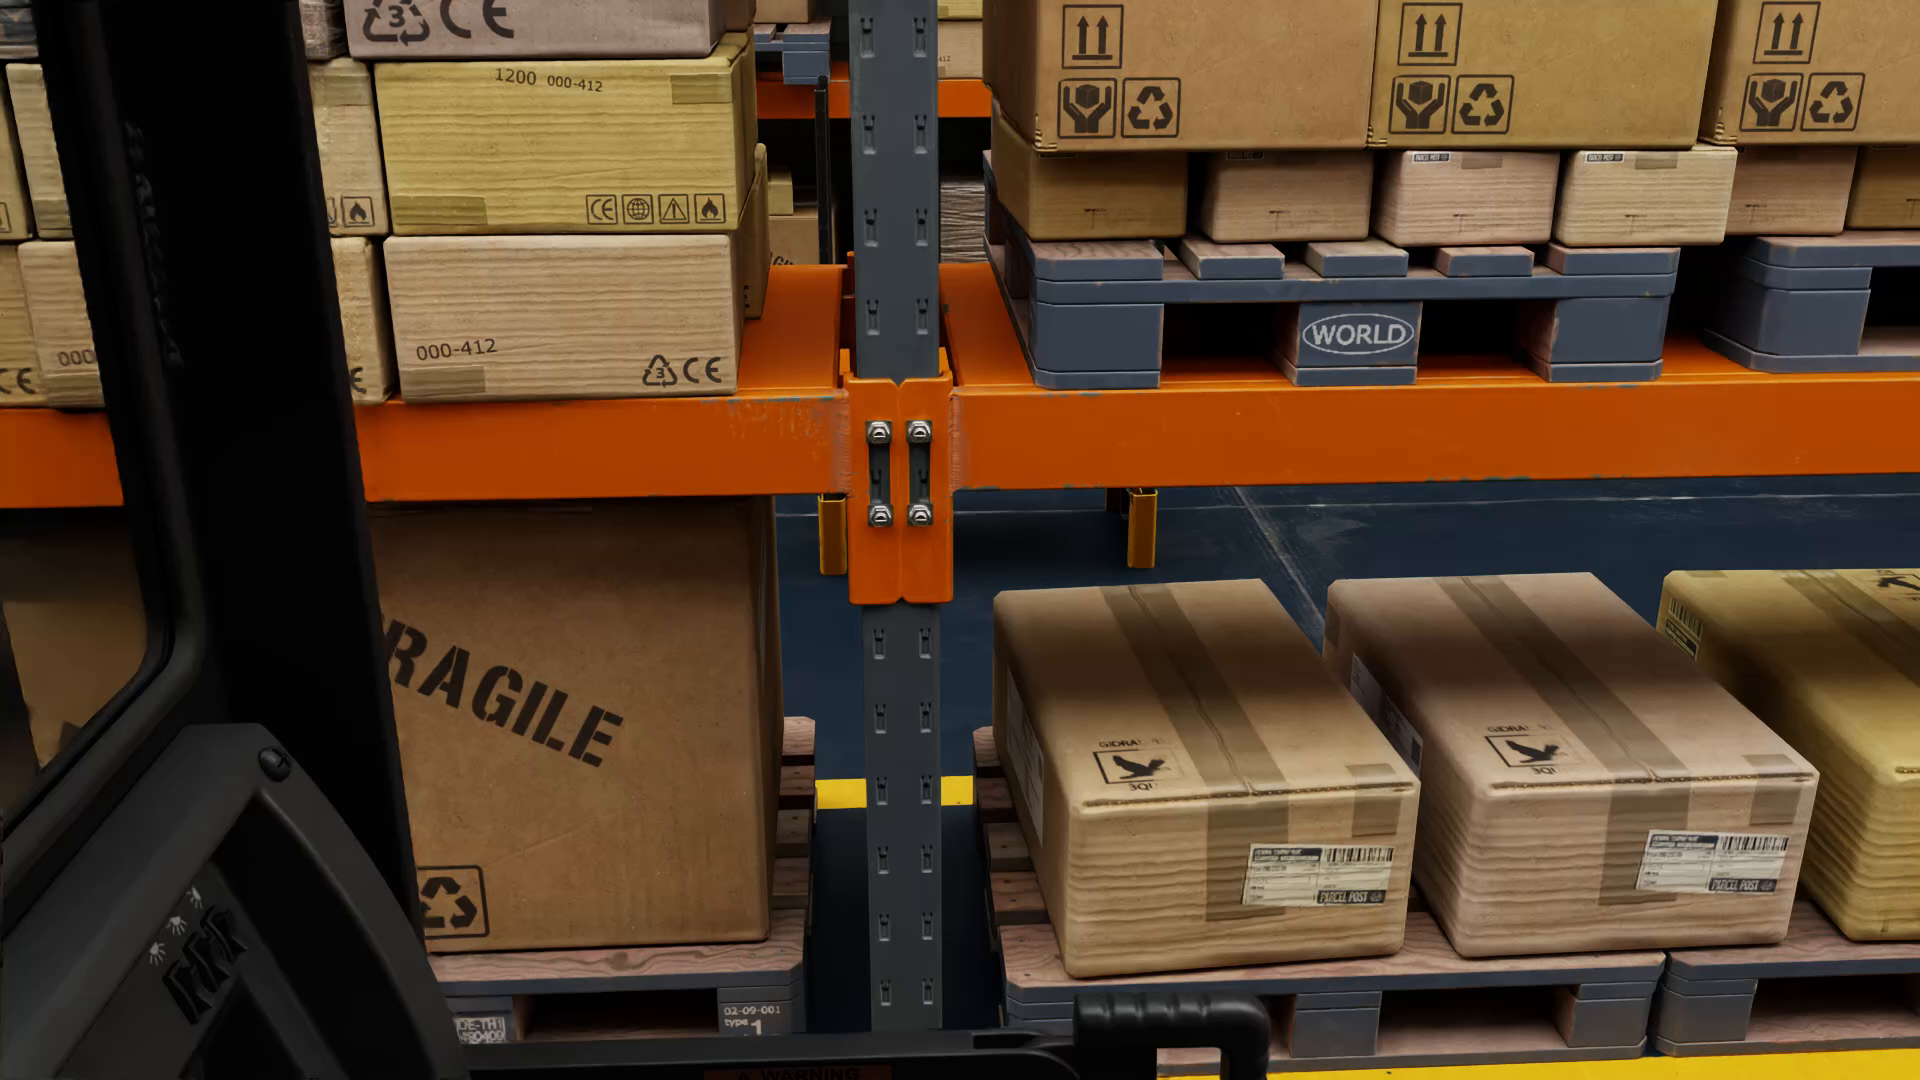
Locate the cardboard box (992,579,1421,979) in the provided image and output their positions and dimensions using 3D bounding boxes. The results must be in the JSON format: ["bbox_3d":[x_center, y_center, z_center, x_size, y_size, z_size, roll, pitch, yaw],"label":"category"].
[{"bbox_3d":[0.442,0.435,3.364,0.625,0.372,0.950,-3,21,-7],"label":"cardboard box"}]

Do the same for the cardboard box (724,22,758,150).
[{"bbox_3d":[-0.643,-0.829,3.092,0.500,0.250,0.500,-1,21,-3],"label":"cardboard box"}]

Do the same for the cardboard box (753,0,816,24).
[{"bbox_3d":[-0.933,-2.640,7.608,0.500,0.500,0.500,0,21,-1],"label":"cardboard box"}]

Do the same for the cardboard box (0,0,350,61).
[{"bbox_3d":[-1.136,-0.986,2.448,0.500,0.500,0.500,-1,21,-2],"label":"cardboard box"}]

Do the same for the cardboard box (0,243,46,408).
[{"bbox_3d":[-1.626,-0.395,2.654,0.500,0.250,0.500,-1,21,-4],"label":"cardboard box"}]

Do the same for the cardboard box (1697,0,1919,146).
[{"bbox_3d":[1.389,-0.924,2.682,0.500,0.500,0.500,-1,21,-2],"label":"cardboard box"}]

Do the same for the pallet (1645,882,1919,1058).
[{"bbox_3d":[1.872,0.676,3.549,1.213,0.211,1.003,-1,21,-3],"label":"pallet"}]

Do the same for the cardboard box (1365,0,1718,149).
[{"bbox_3d":[0.859,-0.910,2.648,0.500,0.500,0.500,0,21,0],"label":"cardboard box"}]

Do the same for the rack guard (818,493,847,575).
[{"bbox_3d":[-0.421,-0.108,5.554,0.087,0.250,0.587,-1,21,-3],"label":"rack guard"}]

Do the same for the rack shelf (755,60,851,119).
[{"bbox_3d":[-2.407,-1.975,7.603,4.000,0.370,1.077,-1,21,-3],"label":"rack shelf"}]

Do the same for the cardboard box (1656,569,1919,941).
[{"bbox_3d":[1.935,0.404,3.446,0.625,0.372,0.950,0,21,-1],"label":"cardboard box"}]

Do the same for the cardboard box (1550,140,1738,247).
[{"bbox_3d":[1.048,-0.589,2.715,0.250,0.149,0.380,-1,21,-3],"label":"cardboard box"}]

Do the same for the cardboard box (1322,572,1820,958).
[{"bbox_3d":[1.178,0.418,3.411,0.625,0.372,0.950,-2,21,-4],"label":"cardboard box"}]

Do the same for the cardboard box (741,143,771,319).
[{"bbox_3d":[-0.626,-0.598,3.186,0.500,0.250,0.500,-2,21,-4],"label":"cardboard box"}]

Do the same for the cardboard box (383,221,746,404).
[{"bbox_3d":[-0.613,-0.416,2.708,0.500,0.250,0.500,-2,21,-5],"label":"cardboard box"}]

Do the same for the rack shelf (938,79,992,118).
[{"bbox_3d":[1.587,-2.056,7.817,4.000,0.370,1.077,-1,21,-3],"label":"rack shelf"}]

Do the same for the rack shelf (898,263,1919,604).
[{"bbox_3d":[1.874,-0.293,3.185,4.000,0.370,1.077,-1,21,-3],"label":"rack shelf"}]

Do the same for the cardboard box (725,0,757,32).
[{"bbox_3d":[-0.629,-1.179,2.957,0.500,0.500,0.500,-2,21,-5],"label":"cardboard box"}]

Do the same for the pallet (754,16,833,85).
[{"bbox_3d":[-1.083,-2.223,7.514,1.003,0.211,1.213,-1,21,-3],"label":"pallet"}]

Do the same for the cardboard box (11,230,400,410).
[{"bbox_3d":[-1.122,-0.400,2.666,0.500,0.250,0.500,-1,21,-2],"label":"cardboard box"}]

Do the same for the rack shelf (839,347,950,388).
[{"bbox_3d":[0.085,-0.535,5.423,1.000,0.185,0.538,-1,21,-3],"label":"rack shelf"}]

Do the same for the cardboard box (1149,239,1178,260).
[{"bbox_3d":[0.865,-1.462,7.992,0.625,0.625,0.875,0,21,-1],"label":"cardboard box"}]

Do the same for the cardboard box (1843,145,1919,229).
[{"bbox_3d":[1.564,-0.641,2.852,0.250,0.149,0.380,0,21,-1],"label":"cardboard box"}]

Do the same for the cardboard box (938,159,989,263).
[{"bbox_3d":[0.213,-1.446,7.950,0.625,0.625,0.875,-1,21,-1],"label":"cardboard box"}]

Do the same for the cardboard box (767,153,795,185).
[{"bbox_3d":[-0.949,-1.783,8.099,0.250,0.149,0.380,0,21,0],"label":"cardboard box"}]

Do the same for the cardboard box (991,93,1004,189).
[{"bbox_3d":[0.191,-0.757,3.158,0.250,0.149,0.380,0,21,-1],"label":"cardboard box"}]

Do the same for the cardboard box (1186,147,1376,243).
[{"bbox_3d":[0.496,-0.602,2.748,0.250,0.149,0.380,-2,21,-6],"label":"cardboard box"}]

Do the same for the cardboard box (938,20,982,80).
[{"bbox_3d":[0.047,-2.204,7.404,0.500,0.250,0.500,-1,21,-3],"label":"cardboard box"}]

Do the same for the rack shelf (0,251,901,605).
[{"bbox_3d":[-2.120,-0.212,2.972,4.000,0.370,1.077,-1,21,-3],"label":"rack shelf"}]

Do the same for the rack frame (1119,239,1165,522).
[{"bbox_3d":[0.593,-0.713,5.386,0.032,1.500,0.500,-1,21,-3],"label":"rack frame"}]

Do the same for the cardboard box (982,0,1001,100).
[{"bbox_3d":[0.315,-1.078,3.089,0.500,0.500,0.500,-2,21,-5],"label":"cardboard box"}]

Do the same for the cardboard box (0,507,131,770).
[{"bbox_3d":[-1.708,0.209,3.251,0.875,0.875,0.875,-1,21,-2],"label":"cardboard box"}]

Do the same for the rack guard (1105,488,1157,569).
[{"bbox_3d":[0.573,-0.128,5.607,0.087,0.250,0.587,-1,21,-3],"label":"rack guard"}]

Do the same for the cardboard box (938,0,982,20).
[{"bbox_3d":[0.048,-2.428,7.292,0.500,0.250,0.500,-1,21,-3],"label":"cardboard box"}]

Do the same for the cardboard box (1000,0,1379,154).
[{"bbox_3d":[0.339,-0.897,2.613,0.500,0.500,0.500,-2,21,-5],"label":"cardboard box"}]

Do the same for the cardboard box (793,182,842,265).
[{"bbox_3d":[-0.847,-1.471,8.191,0.500,0.500,0.500,0,21,-1],"label":"cardboard box"}]

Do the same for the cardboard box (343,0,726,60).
[{"bbox_3d":[-0.624,-0.999,2.483,0.500,0.500,0.500,-2,21,-5],"label":"cardboard box"}]

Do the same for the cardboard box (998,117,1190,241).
[{"bbox_3d":[0.212,-0.608,2.765,0.250,0.149,0.380,-2,21,-6],"label":"cardboard box"}]

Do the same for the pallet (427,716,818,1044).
[{"bbox_3d":[-0.914,0.704,3.475,1.213,0.211,1.003,-1,21,-3],"label":"pallet"}]

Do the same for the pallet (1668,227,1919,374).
[{"bbox_3d":[1.851,-0.554,3.129,1.213,0.211,1.003,-1,21,-3],"label":"pallet"}]

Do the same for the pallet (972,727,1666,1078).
[{"bbox_3d":[0.657,0.699,3.487,1.213,0.211,1.003,-1,21,-3],"label":"pallet"}]

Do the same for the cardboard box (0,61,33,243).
[{"bbox_3d":[-1.614,-0.622,2.548,0.500,0.250,0.500,-2,21,-4],"label":"cardboard box"}]

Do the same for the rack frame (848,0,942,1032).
[{"bbox_3d":[-0.123,-0.588,2.951,0.127,3.000,1.000,-1,21,-3],"label":"rack frame"}]

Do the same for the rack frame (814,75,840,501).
[{"bbox_3d":[-0.422,-0.692,5.332,0.032,1.500,0.500,-1,21,-3],"label":"rack frame"}]

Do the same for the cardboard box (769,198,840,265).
[{"bbox_3d":[-0.820,-1.295,7.729,0.500,0.500,0.500,-1,21,-1],"label":"cardboard box"}]

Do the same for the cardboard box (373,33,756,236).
[{"bbox_3d":[-0.592,-0.652,2.626,0.500,0.250,0.500,-1,21,-3],"label":"cardboard box"}]

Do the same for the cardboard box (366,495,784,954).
[{"bbox_3d":[-0.817,0.193,3.295,0.875,0.875,0.875,-1,21,-4],"label":"cardboard box"}]

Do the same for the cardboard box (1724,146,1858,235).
[{"bbox_3d":[1.284,-0.622,2.801,0.250,0.149,0.380,0,21,0],"label":"cardboard box"}]

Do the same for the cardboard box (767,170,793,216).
[{"bbox_3d":[-0.889,-1.583,7.574,0.250,0.149,0.380,-2,21,-6],"label":"cardboard box"}]

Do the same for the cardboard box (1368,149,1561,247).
[{"bbox_3d":[0.772,-0.591,2.720,0.250,0.149,0.380,-3,21,-7],"label":"cardboard box"}]

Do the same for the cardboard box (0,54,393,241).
[{"bbox_3d":[-1.104,-0.640,2.595,0.500,0.250,0.500,-2,21,-4],"label":"cardboard box"}]

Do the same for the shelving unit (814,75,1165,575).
[{"bbox_3d":[0.076,-0.702,5.358,1.083,1.500,0.587,-1,21,-3],"label":"shelving unit"}]

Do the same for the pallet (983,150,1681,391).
[{"bbox_3d":[0.582,-0.551,3.122,1.003,0.211,1.213,-1,21,-3],"label":"pallet"}]
